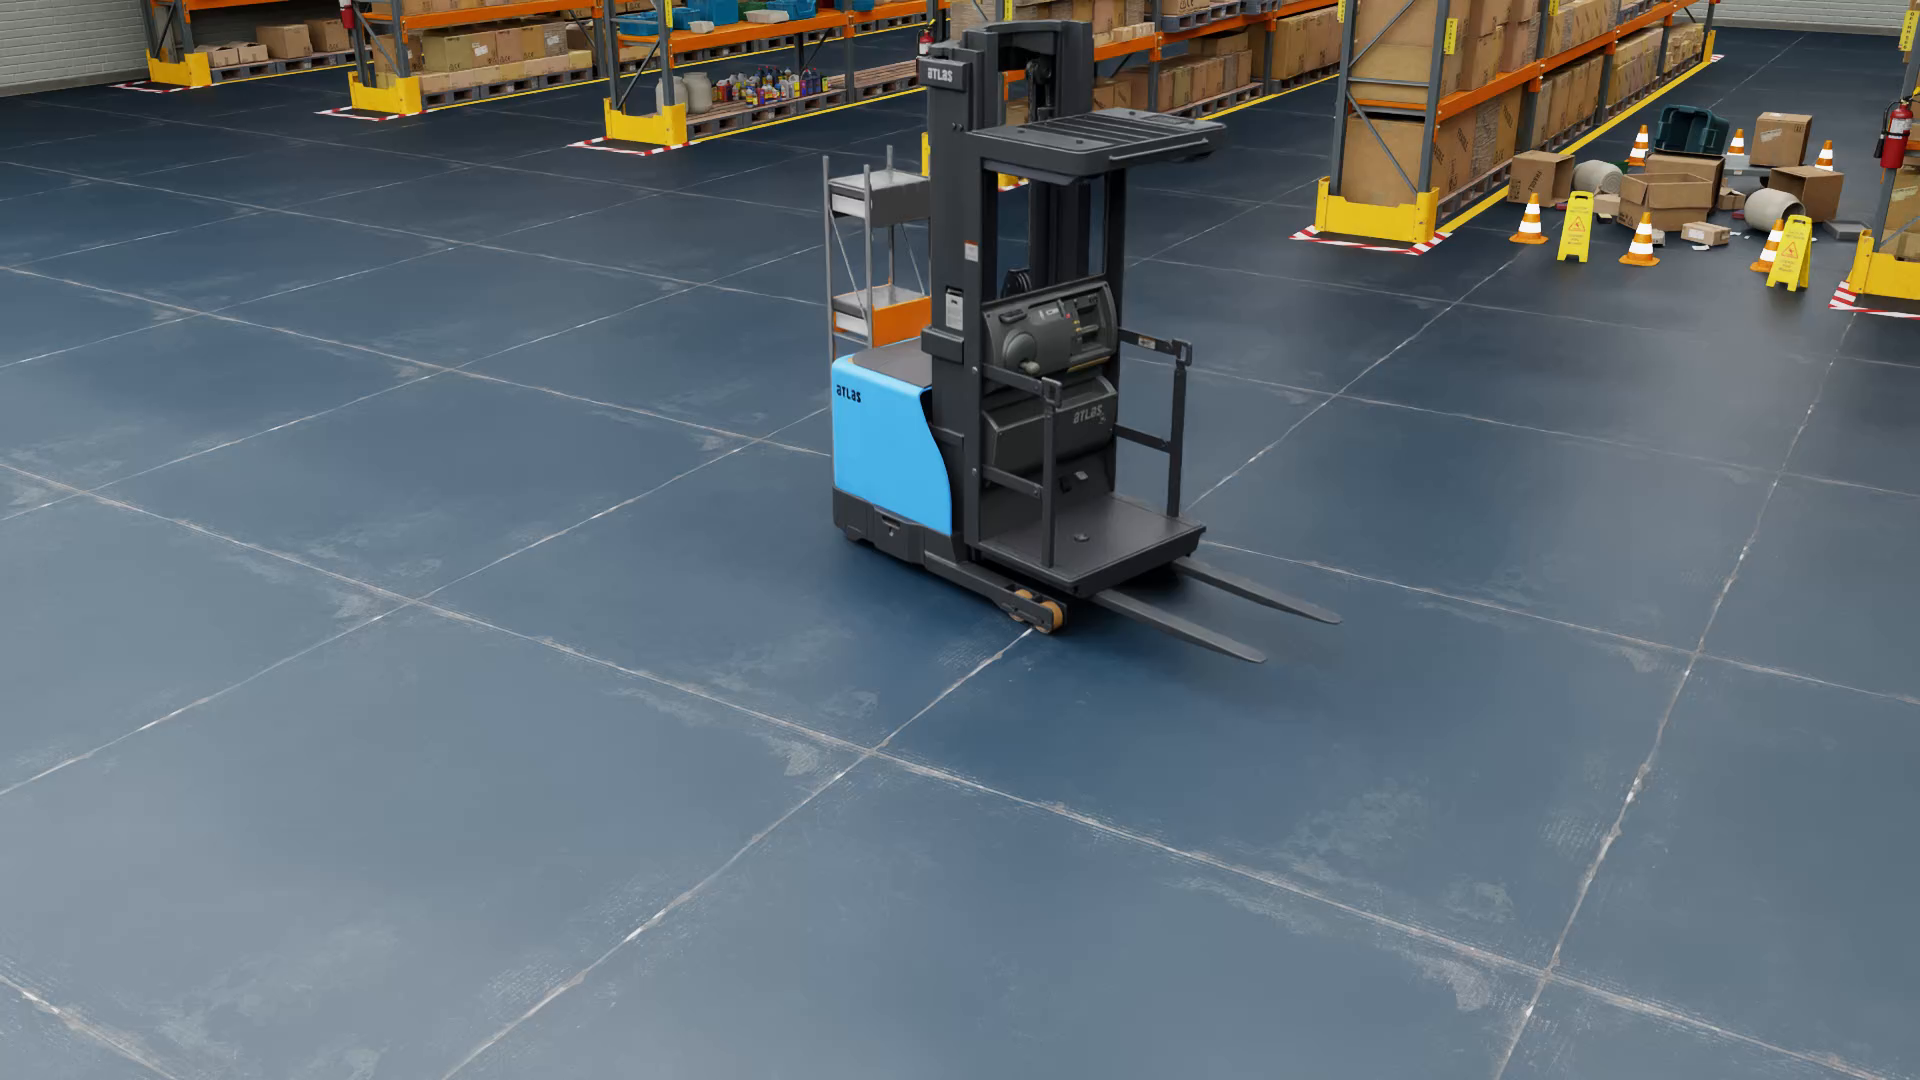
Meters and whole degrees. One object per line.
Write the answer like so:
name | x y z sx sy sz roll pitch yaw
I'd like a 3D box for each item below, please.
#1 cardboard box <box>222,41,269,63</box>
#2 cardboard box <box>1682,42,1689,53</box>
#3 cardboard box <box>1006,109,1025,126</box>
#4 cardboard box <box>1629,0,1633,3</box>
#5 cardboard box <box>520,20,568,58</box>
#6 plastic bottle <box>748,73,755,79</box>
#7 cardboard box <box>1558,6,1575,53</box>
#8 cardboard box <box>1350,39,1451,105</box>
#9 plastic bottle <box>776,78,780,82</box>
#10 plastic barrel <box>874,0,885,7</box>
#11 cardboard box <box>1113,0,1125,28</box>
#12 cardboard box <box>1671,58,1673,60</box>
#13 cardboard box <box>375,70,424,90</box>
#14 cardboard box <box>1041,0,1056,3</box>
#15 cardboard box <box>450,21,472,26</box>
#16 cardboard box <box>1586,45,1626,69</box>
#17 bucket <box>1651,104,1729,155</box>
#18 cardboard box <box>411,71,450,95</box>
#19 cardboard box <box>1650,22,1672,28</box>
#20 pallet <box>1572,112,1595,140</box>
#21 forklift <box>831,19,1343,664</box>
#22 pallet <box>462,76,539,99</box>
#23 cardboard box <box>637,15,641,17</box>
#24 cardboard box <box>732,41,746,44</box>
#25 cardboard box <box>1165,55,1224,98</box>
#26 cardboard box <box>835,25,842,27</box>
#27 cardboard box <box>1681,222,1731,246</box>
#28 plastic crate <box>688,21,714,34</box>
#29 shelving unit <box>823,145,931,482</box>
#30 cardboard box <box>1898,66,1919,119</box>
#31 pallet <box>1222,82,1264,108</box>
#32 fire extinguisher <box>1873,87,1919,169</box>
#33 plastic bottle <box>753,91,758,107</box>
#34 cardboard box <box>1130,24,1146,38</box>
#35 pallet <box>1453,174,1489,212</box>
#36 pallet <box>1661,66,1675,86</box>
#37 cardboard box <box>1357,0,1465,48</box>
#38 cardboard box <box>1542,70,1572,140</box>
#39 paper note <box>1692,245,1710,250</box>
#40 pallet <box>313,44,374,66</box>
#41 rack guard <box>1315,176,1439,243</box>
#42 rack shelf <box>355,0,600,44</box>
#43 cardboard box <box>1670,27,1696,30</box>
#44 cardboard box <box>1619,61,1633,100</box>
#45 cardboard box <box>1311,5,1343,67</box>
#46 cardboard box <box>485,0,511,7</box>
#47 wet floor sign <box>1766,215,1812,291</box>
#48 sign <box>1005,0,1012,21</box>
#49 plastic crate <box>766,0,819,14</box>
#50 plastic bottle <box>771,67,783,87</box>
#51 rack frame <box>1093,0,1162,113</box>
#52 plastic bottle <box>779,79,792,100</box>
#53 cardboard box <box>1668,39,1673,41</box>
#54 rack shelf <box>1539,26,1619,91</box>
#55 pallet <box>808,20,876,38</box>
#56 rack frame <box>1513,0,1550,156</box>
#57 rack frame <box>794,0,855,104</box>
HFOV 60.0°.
cardboard box | -11.809 -8.076 27.461 0.500 0.311 0.500 16 28 33
cardboard box | 11.830 -8.162 27.515 0.380 0.149 0.250 14 27 29
cardboard box | 0.417 -4.840 19.773 0.500 0.500 0.500 20 30 38
cardboard box | 9.285 -7.673 23.487 0.380 0.149 0.250 15 28 31
cardboard box | -6.564 -7.921 26.260 0.500 0.500 0.500 14 27 29
plastic bottle | -3.025 -6.634 24.165 0.061 0.283 0.133 15 28 31
cardboard box | 7.115 -6.201 20.173 0.500 0.500 0.500 14 27 29
cardboard box | 4.391 -4.717 16.683 0.875 0.550 0.550 14 27 29
plastic bottle | -2.571 -6.447 23.733 0.061 0.283 0.133 14 27 29
plastic barrel | -1.334 -8.315 25.010 0.433 0.535 0.433 0 23 0
cardboard box | 1.599 -6.819 21.227 0.875 0.500 0.500 14 27 29
cardboard box | 11.256 -7.689 26.795 0.380 0.149 0.250 14 27 29
cardboard box | -8.309 -6.838 24.703 0.500 0.250 0.500 14 27 29
cardboard box | 0.864 -6.524 19.287 0.500 0.500 0.500 14 27 29
cardboard box | -9.534 -9.707 30.989 0.700 0.500 0.500 14 27 30
cardboard box | 9.023 -6.786 23.323 0.500 0.250 0.500 13 26 27
bucket | 8.230 -4.530 18.646 0.620 0.611 0.726 -6 22 -39
cardboard box | -7.869 -6.730 24.452 0.500 0.250 0.500 14 27 29
cardboard box | 12.065 -8.848 28.723 0.380 0.149 0.250 14 27 30
pallet | 7.973 -5.684 22.614 1.003 0.211 1.213 14 27 29
forklift | 0.627 -1.090 8.579 1.130 2.935 3.031 -20 31 -39
pallet | -7.329 -7.062 25.797 1.003 0.211 1.213 14 27 29
cardboard box | -5.458 -8.913 28.790 0.500 0.311 0.500 13 27 28
cardboard box | -4.191 -9.067 29.851 0.500 0.250 0.500 15 27 30
cardboard box | 3.382 -6.729 24.111 0.700 0.500 0.500 16 28 33
cardboard box | -2.561 -10.209 32.149 0.500 0.500 0.500 14 27 30
cardboard box | 7.467 -3.068 16.649 0.250 0.149 0.380 -12 26 -26
plastic crate | -3.389 -6.739 21.873 0.298 0.136 0.250 14 27 29
shelving unit | -0.469 -1.259 10.016 0.503 2.100 0.431 -20 31 -39
cardboard box | 8.544 -3.934 14.561 0.500 0.500 0.500 13 27 28
pallet | 3.879 -6.744 25.063 1.003 0.211 1.213 14 27 29
fire extinguisher | 8.040 -3.533 14.233 0.296 0.674 0.183 14 27 29
plastic bottle | -2.859 -6.125 23.090 0.097 0.201 0.097 0 23 0
cardboard box | 2.179 -6.606 21.549 0.380 0.149 0.250 14 27 29
pallet | 5.233 -3.930 18.564 1.003 0.211 1.213 14 27 29
pallet | 10.888 -7.518 26.851 1.003 0.211 1.213 14 27 29
cardboard box | 4.462 -5.195 16.427 0.875 0.550 0.550 14 27 29
cardboard box | 7.107 -5.577 21.161 1.050 0.750 0.750 14 27 29
paper note | 7.300 -2.884 16.374 0.148 0.019 0.142 5 24 11
pallet | -10.766 -8.538 29.206 1.003 0.211 1.213 14 27 29
rack guard | 4.221 -3.359 16.879 1.175 0.500 0.348 14 27 29
rack shelf | -7.286 -8.009 25.381 1.077 0.370 4.000 14 27 29
cardboard box | 12.209 -8.579 28.102 0.380 0.149 0.250 13 26 27
cardboard box | 9.305 -6.615 23.873 0.500 0.500 0.500 14 27 30
cardboard box | 5.612 -8.333 27.370 1.225 0.875 0.875 13 27 27
cardboard box | -7.270 -8.388 25.225 0.700 0.500 0.500 15 27 31
wet floor sign | 7.483 -2.590 14.921 0.232 0.644 0.267 -17 29 -35
sign | 0.534 -5.871 18.446 0.100 0.325 0.005 14 27 29
plastic crate | -2.409 -7.797 24.063 0.767 0.338 0.504 14 27 29
plastic bottle | -2.681 -6.746 24.338 0.144 0.351 0.185 14 27 29
rack frame | 2.183 -6.937 21.999 1.000 3.000 0.127 14 27 29
plastic bottle | -2.480 -6.422 23.683 0.152 0.276 0.135 14 27 30
cardboard box | 11.208 -7.970 26.697 0.380 0.149 0.250 13 27 28
rack shelf | 7.398 -6.209 21.222 1.077 0.370 4.000 14 27 29
pallet | -2.408 -10.153 32.936 1.003 0.211 1.213 14 27 29
rack frame | 6.343 -5.864 19.520 1.000 3.000 0.127 14 27 29
rack frame | -2.025 -7.975 24.397 1.000 3.000 0.127 14 27 29
